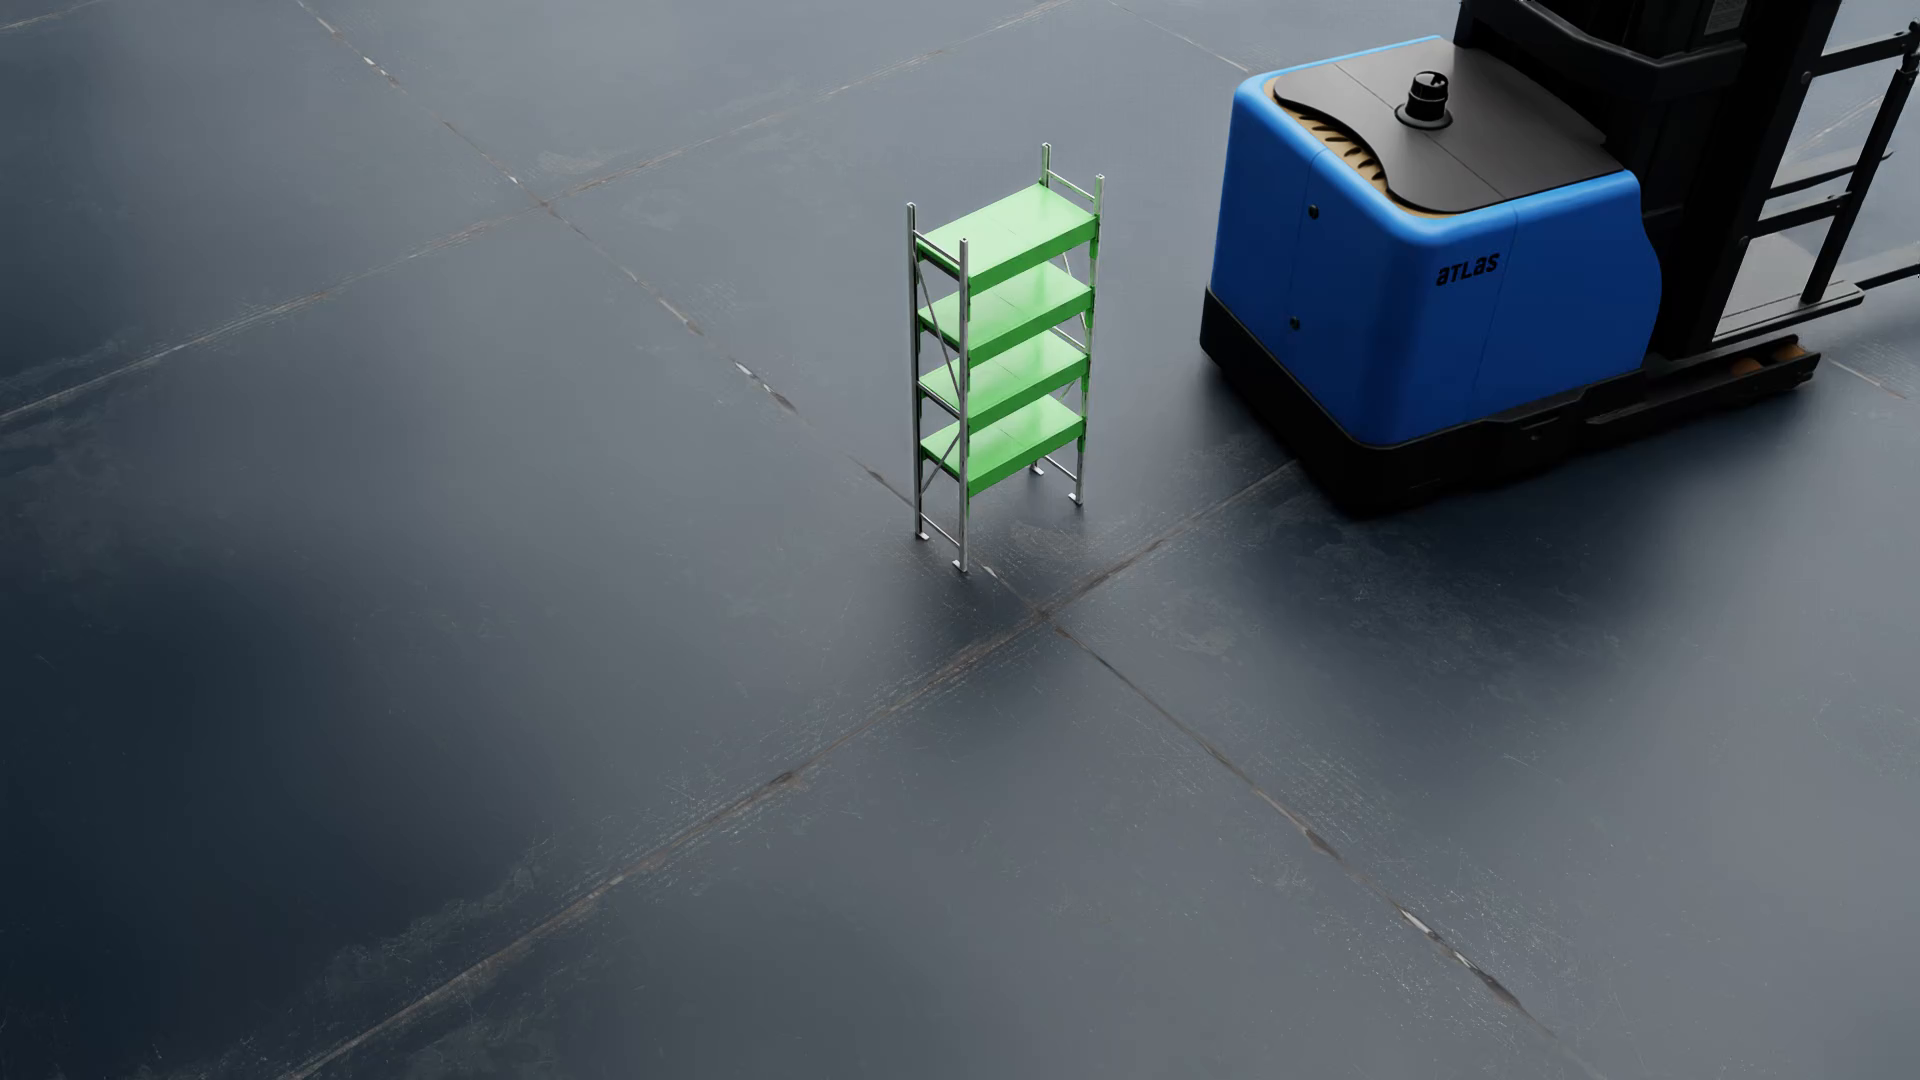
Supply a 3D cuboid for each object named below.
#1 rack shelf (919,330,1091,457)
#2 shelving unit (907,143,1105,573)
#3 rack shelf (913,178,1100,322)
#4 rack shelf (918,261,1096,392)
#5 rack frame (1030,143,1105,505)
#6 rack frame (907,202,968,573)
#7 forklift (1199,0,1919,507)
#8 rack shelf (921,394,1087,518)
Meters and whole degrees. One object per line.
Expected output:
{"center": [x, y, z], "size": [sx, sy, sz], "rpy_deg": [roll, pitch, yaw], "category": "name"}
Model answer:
{"center": [0.127, -0.463, 4.960], "size": [0.480, 0.148, 0.258], "rpy_deg": [-30, 51, -28], "category": "rack shelf"}
{"center": [0.127, -0.510, 4.917], "size": [0.503, 1.200, 0.258], "rpy_deg": [-30, 51, -28], "category": "shelving unit"}
{"center": [0.127, -0.813, 4.632], "size": [0.480, 0.148, 0.258], "rpy_deg": [-30, 51, -28], "category": "rack shelf"}
{"center": [0.127, -0.638, 4.796], "size": [0.480, 0.148, 0.258], "rpy_deg": [-30, 51, -28], "category": "rack shelf"}
{"center": [0.314, -0.617, 5.031], "size": [0.015, 1.200, 0.240], "rpy_deg": [-30, 51, -28], "category": "rack frame"}
{"center": [-0.060, -0.403, 4.803], "size": [0.015, 1.200, 0.240], "rpy_deg": [-30, 51, -28], "category": "rack frame"}
{"center": [2.411, -1.844, 5.073], "size": [3.031, 2.935, 1.130], "rpy_deg": [-17, 46, -17], "category": "forklift"}
{"center": [0.127, -0.289, 5.125], "size": [0.480, 0.148, 0.258], "rpy_deg": [-30, 51, -28], "category": "rack shelf"}
